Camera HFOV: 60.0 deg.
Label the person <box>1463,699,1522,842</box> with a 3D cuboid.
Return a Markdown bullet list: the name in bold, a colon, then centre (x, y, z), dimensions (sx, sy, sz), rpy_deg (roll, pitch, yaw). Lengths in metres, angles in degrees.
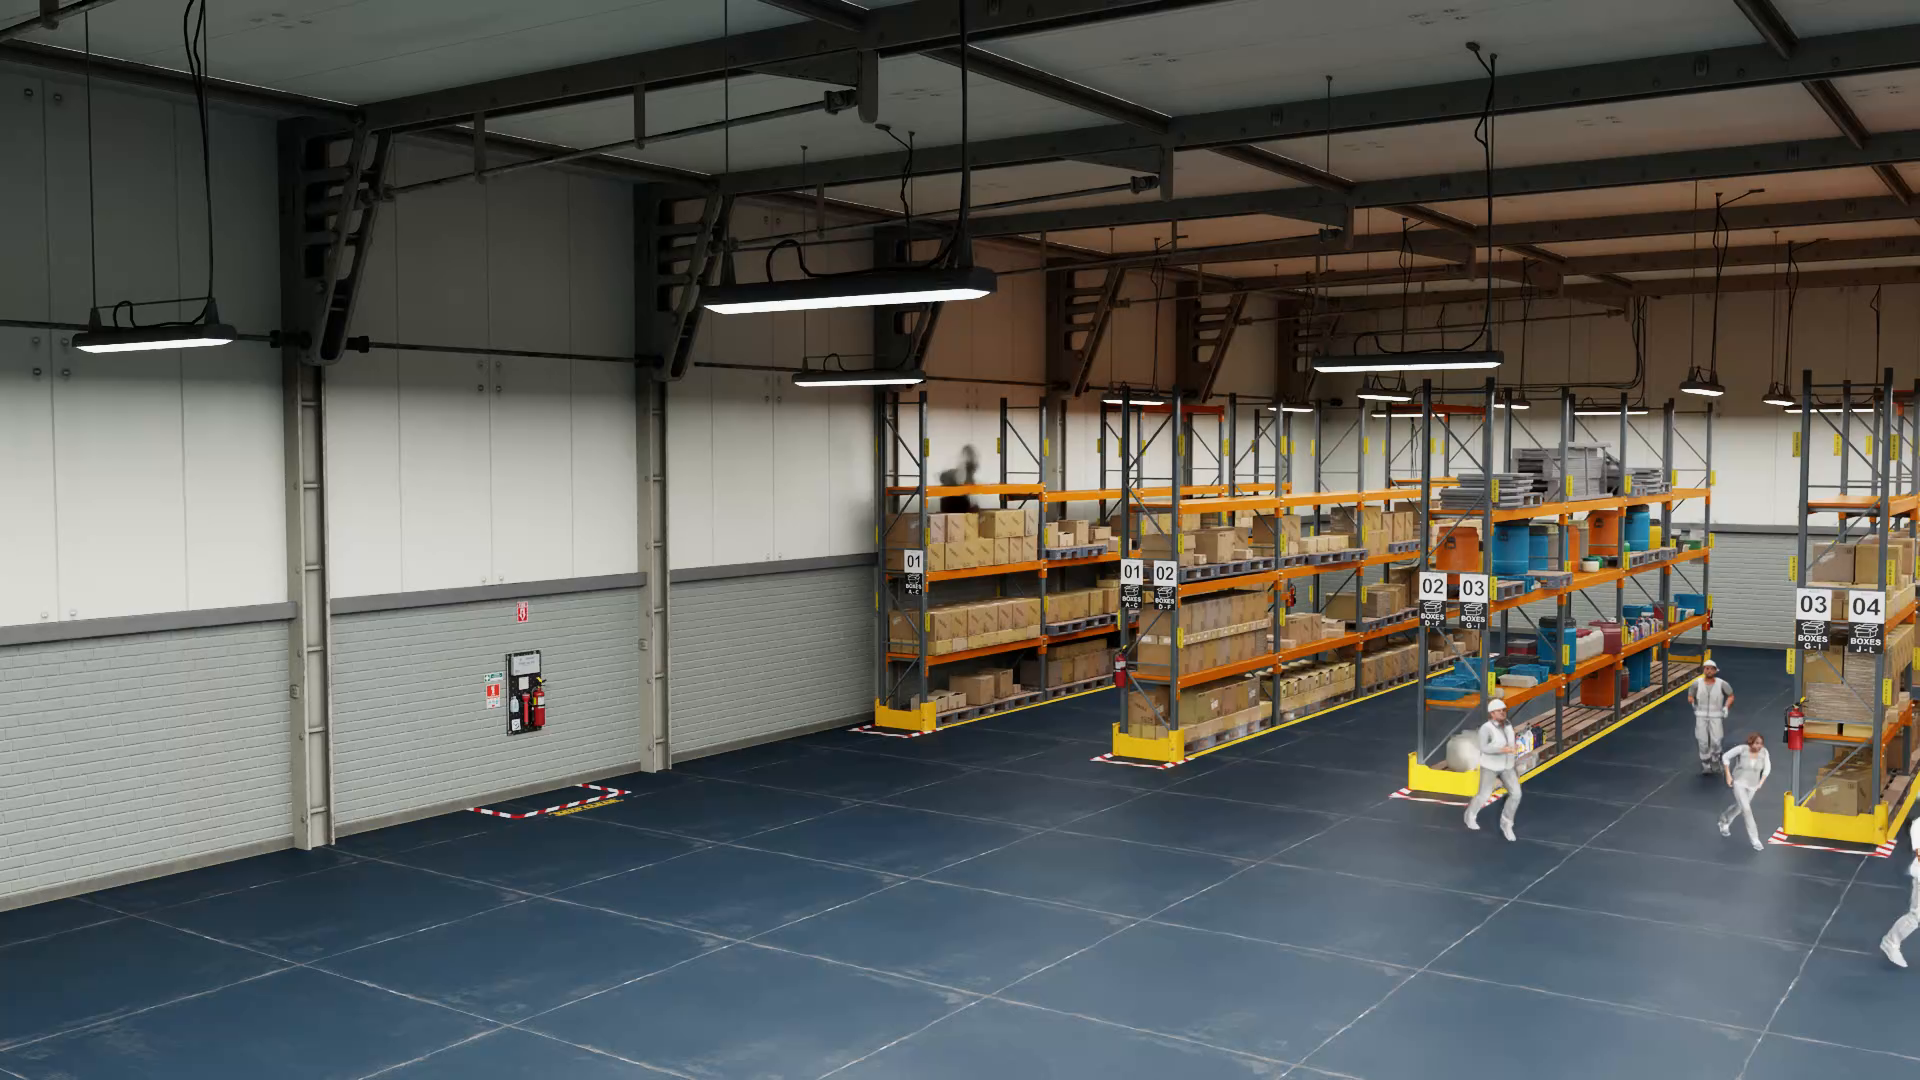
- **person**: centre (6.888, 2.935, 21.357), dimensions (0.662, 1.814, 0.891), rpy_deg (-1, 3, -19)

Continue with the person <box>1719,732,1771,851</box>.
- **person**: centre (9.887, 3.106, 21.030), dimensions (0.532, 1.483, 0.902), rpy_deg (0, 3, 3)

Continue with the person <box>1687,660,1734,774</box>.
- **person**: centre (11.416, 2.709, 25.333), dimensions (0.643, 1.741, 0.581), rpy_deg (2, 4, 29)

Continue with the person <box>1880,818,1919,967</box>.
- **person**: centre (9.177, 3.231, 15.743), dimensions (0.703, 1.823, 0.833), rpy_deg (-2, 4, -31)
